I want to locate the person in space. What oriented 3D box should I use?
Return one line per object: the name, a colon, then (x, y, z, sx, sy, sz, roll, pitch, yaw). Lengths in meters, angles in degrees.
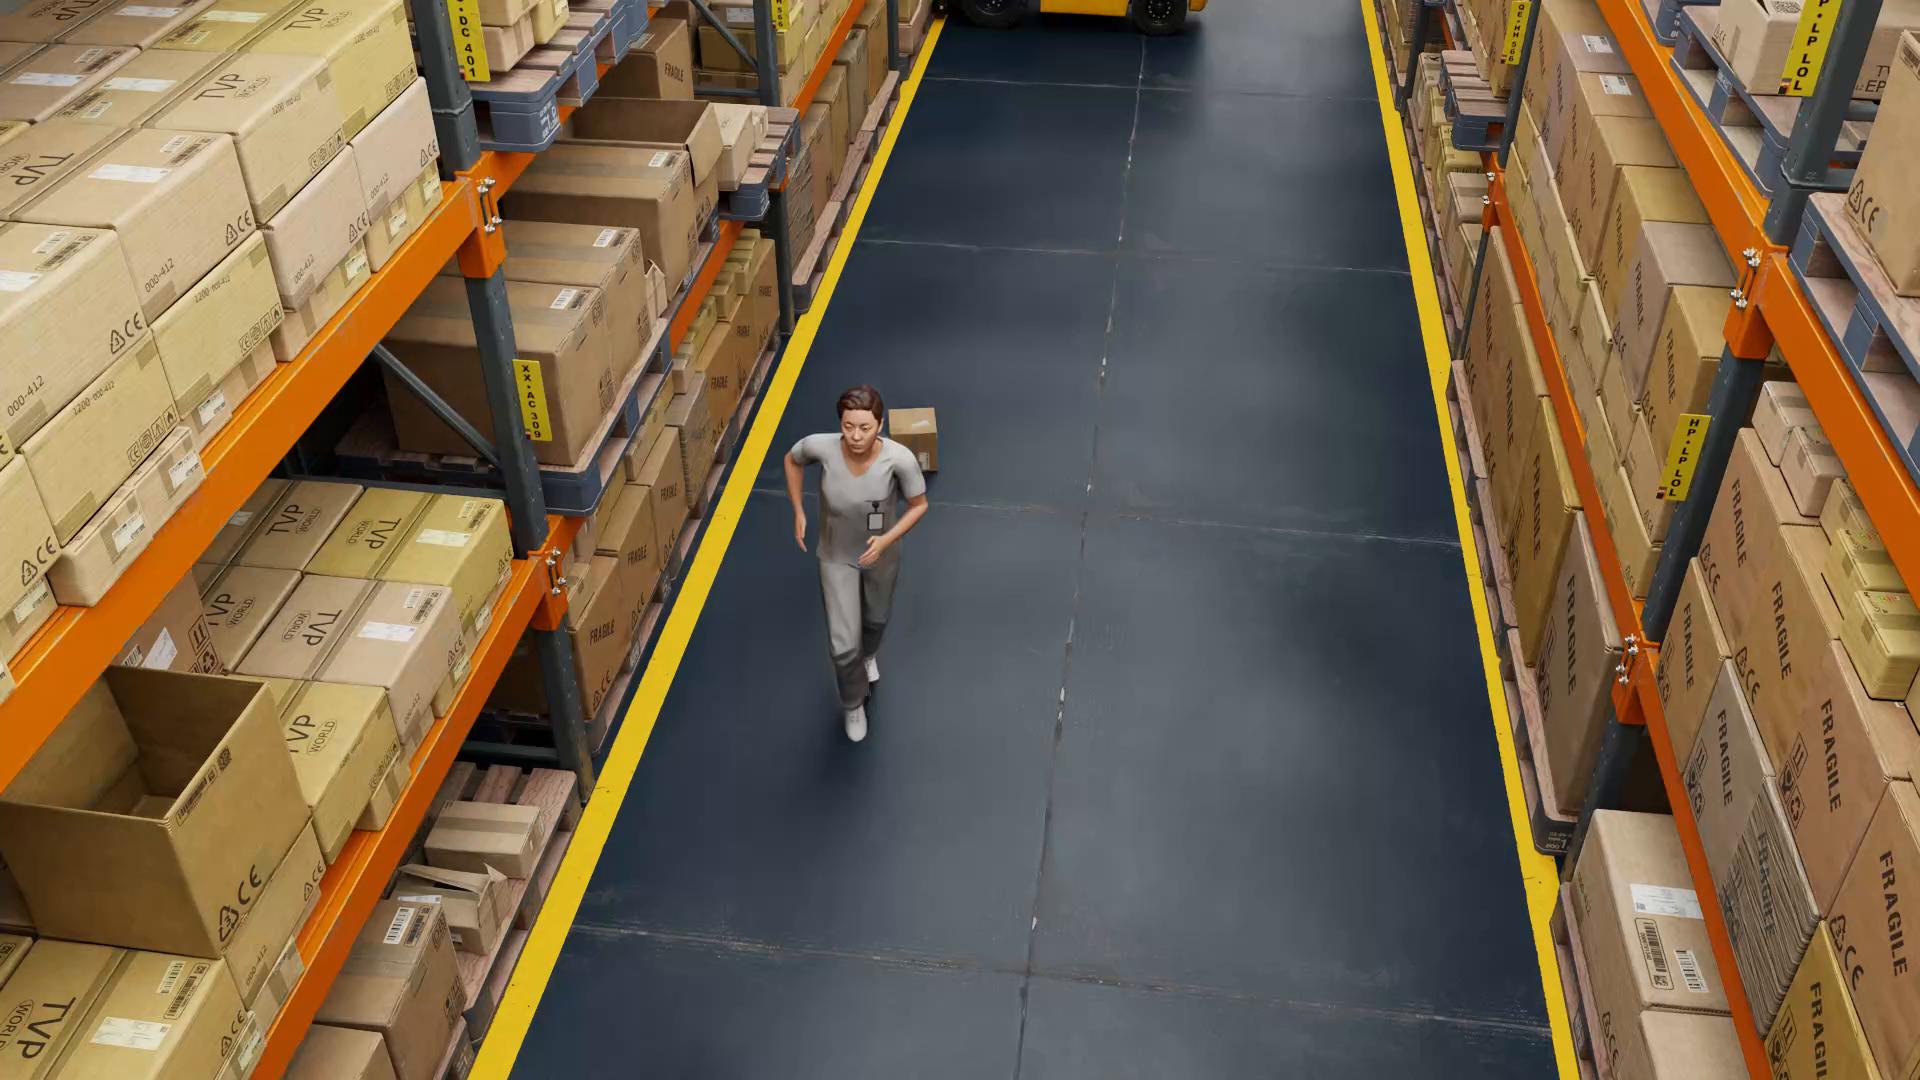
person: (-0.418, 0.141, 6.943, 0.578, 1.602, 0.742, -2, 36, -3)
